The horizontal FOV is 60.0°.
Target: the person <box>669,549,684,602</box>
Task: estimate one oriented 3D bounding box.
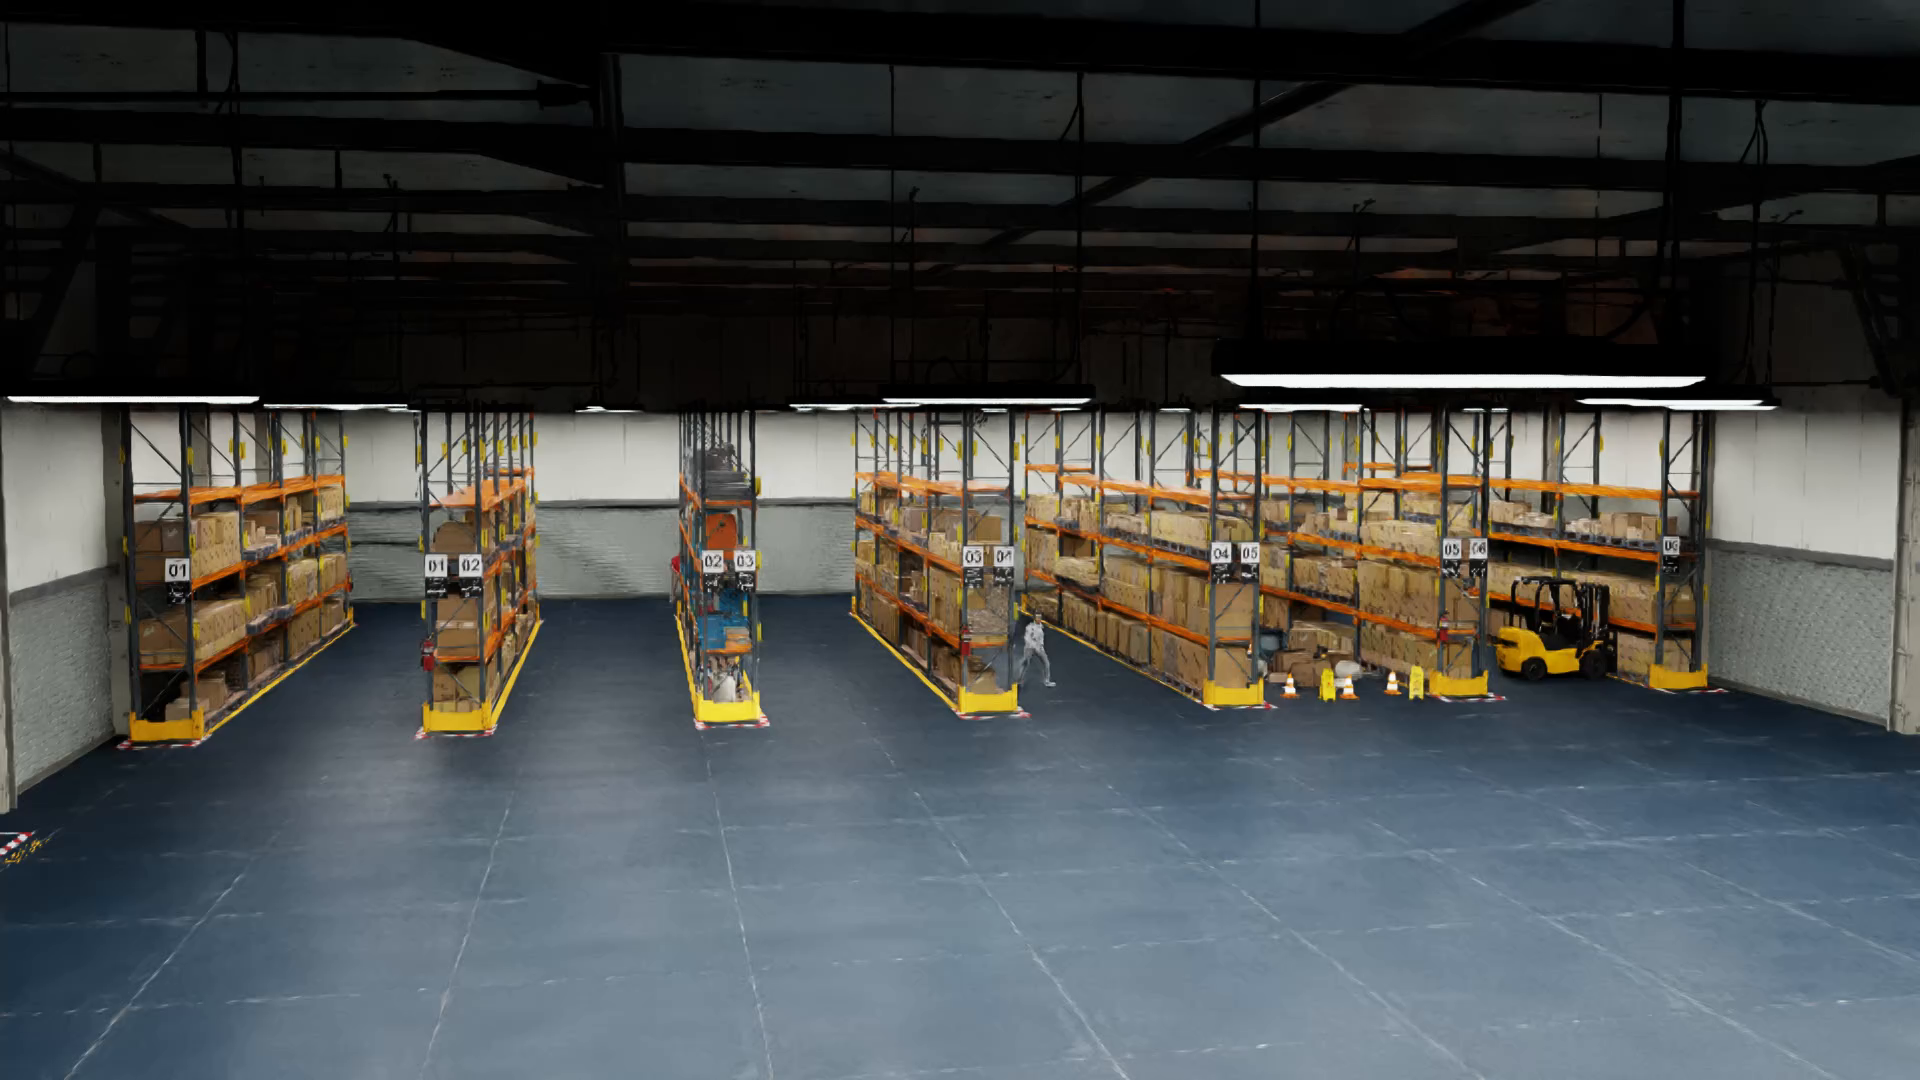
[{"bbox_3d":[-8.501,1.070,50.586,0.702,1.669,0.808,-3,5,-31],"label":"person"}]

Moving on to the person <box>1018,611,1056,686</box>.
[{"bbox_3d":[1.565,2.275,34.941,0.638,1.615,0.774,-3,5,-31],"label":"person"}]

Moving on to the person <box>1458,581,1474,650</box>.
[{"bbox_3d":[12.220,1.826,40.419,0.546,1.665,0.567,1,4,15],"label":"person"}]
